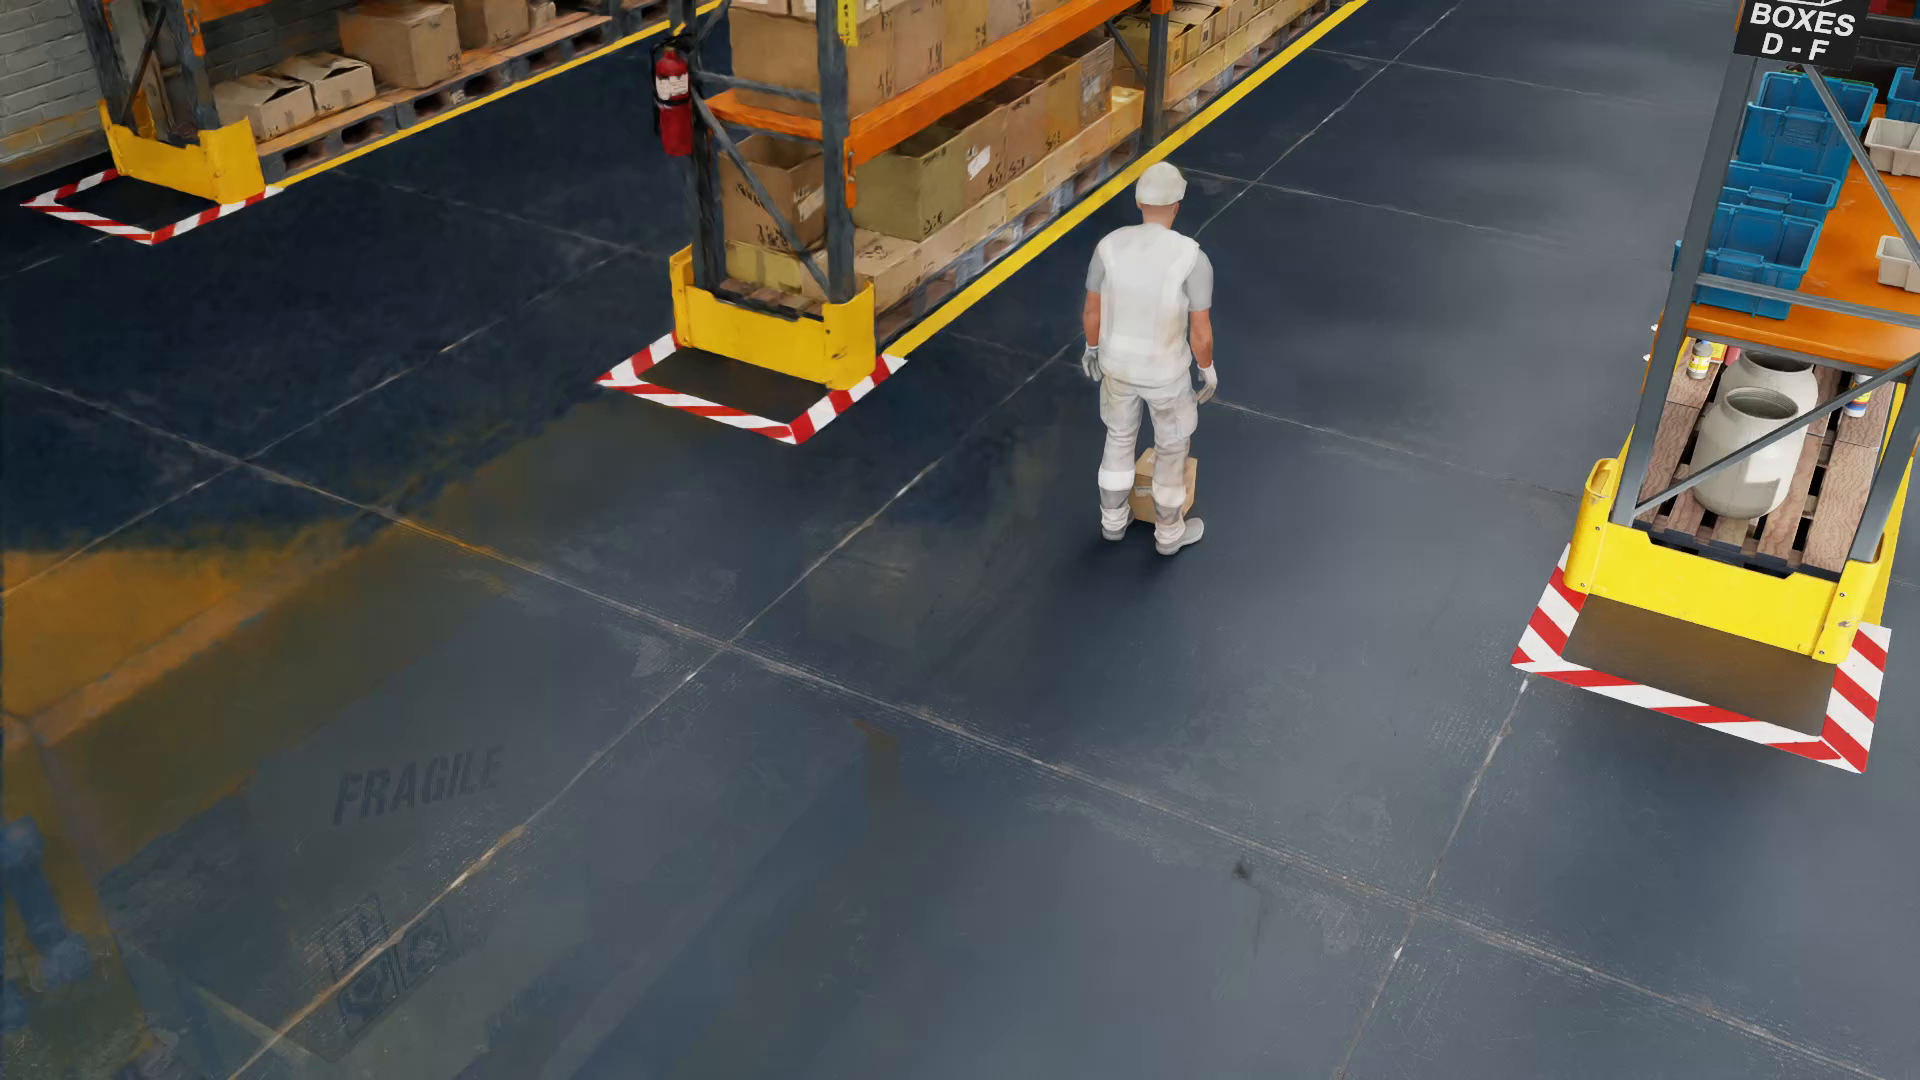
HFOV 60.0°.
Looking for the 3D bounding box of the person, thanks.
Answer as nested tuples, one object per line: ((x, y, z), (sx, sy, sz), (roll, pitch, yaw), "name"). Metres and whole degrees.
((0.825, -0.776, 7.286), (0.620, 1.780, 0.446), (16, 37, 22), "person")
